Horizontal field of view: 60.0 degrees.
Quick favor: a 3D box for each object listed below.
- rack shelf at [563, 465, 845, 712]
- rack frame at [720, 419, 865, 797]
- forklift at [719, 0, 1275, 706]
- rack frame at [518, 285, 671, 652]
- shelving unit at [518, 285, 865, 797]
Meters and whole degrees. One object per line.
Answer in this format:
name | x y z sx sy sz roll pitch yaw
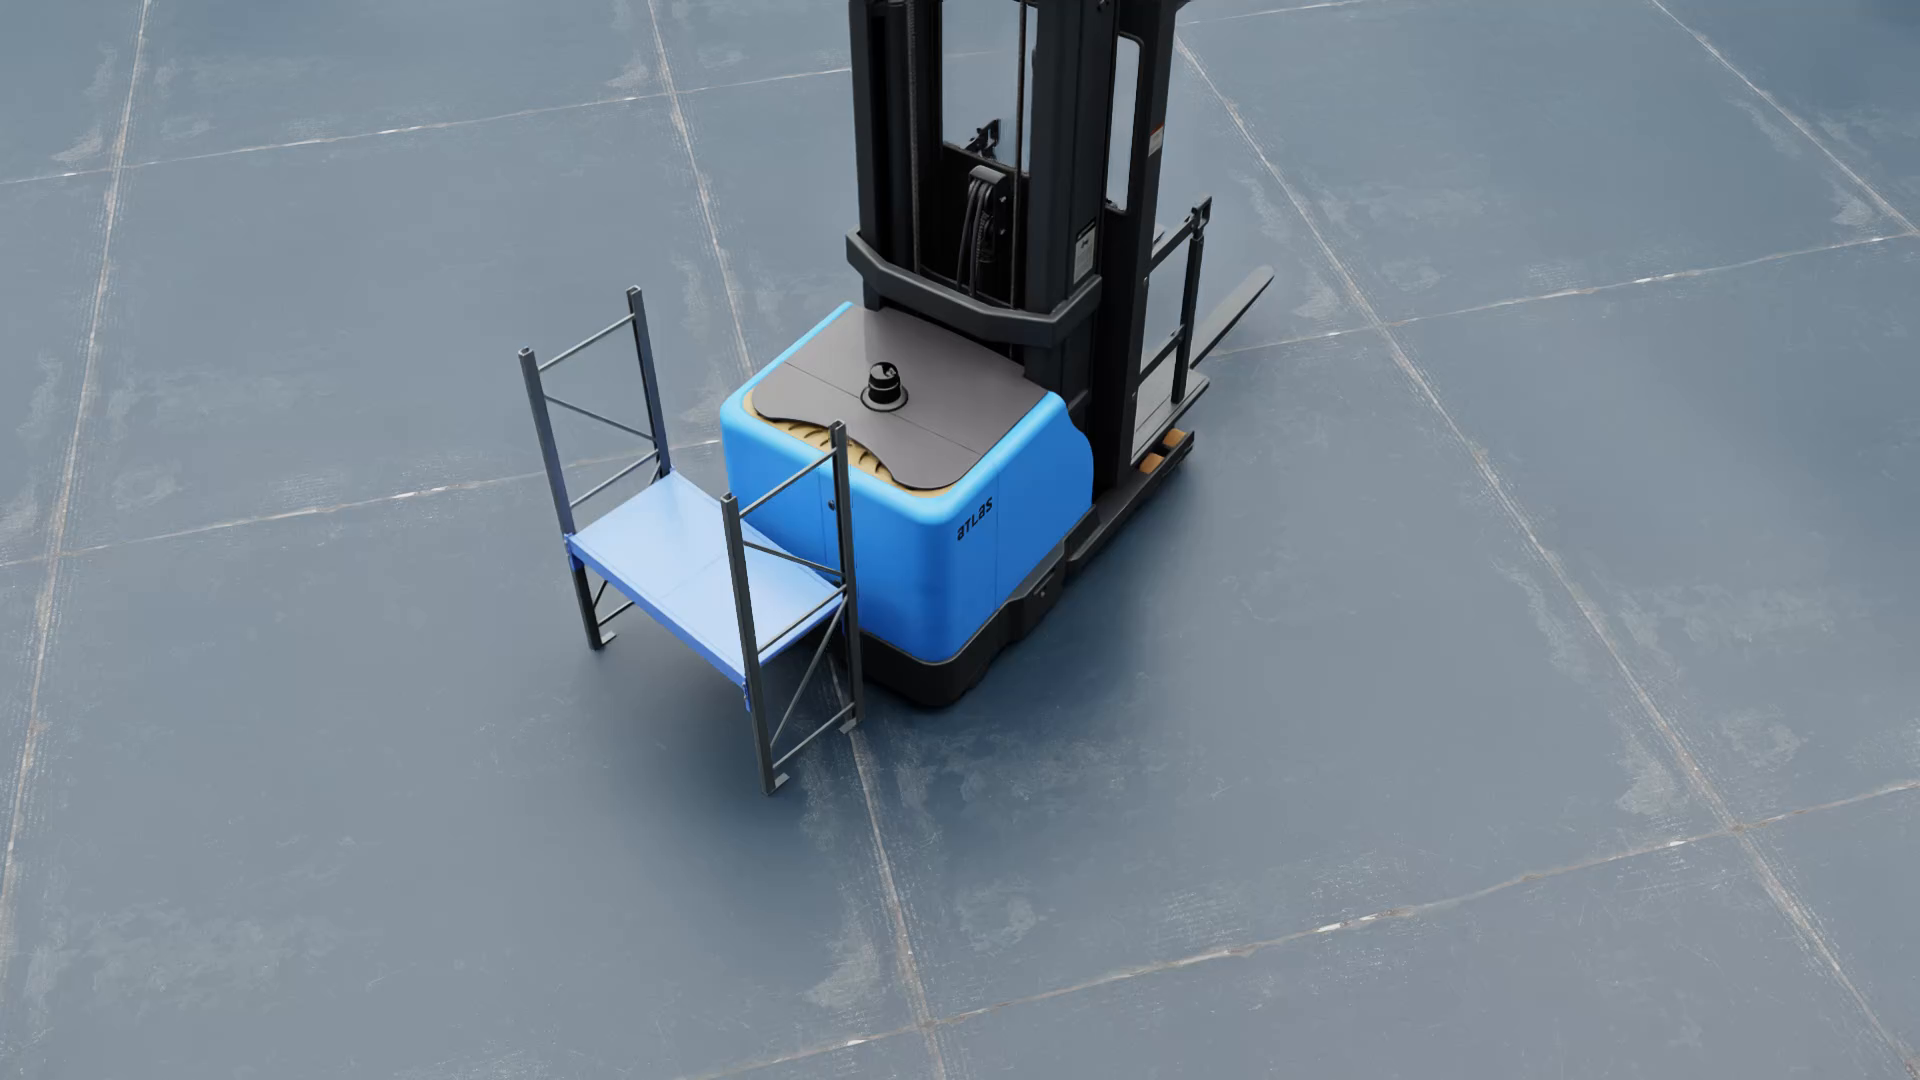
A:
rack shelf | -0.915 0.153 6.052 1.000 0.185 0.538 34 54 29
rack frame | -0.544 0.276 5.680 0.032 1.500 0.500 34 54 29
forklift | 0.370 -1.418 6.338 1.130 2.935 3.031 27 51 24
rack frame | -1.285 -0.222 6.168 0.032 1.500 0.500 34 54 29
shelving unit | -0.915 0.027 5.924 1.048 1.500 0.538 34 54 29
